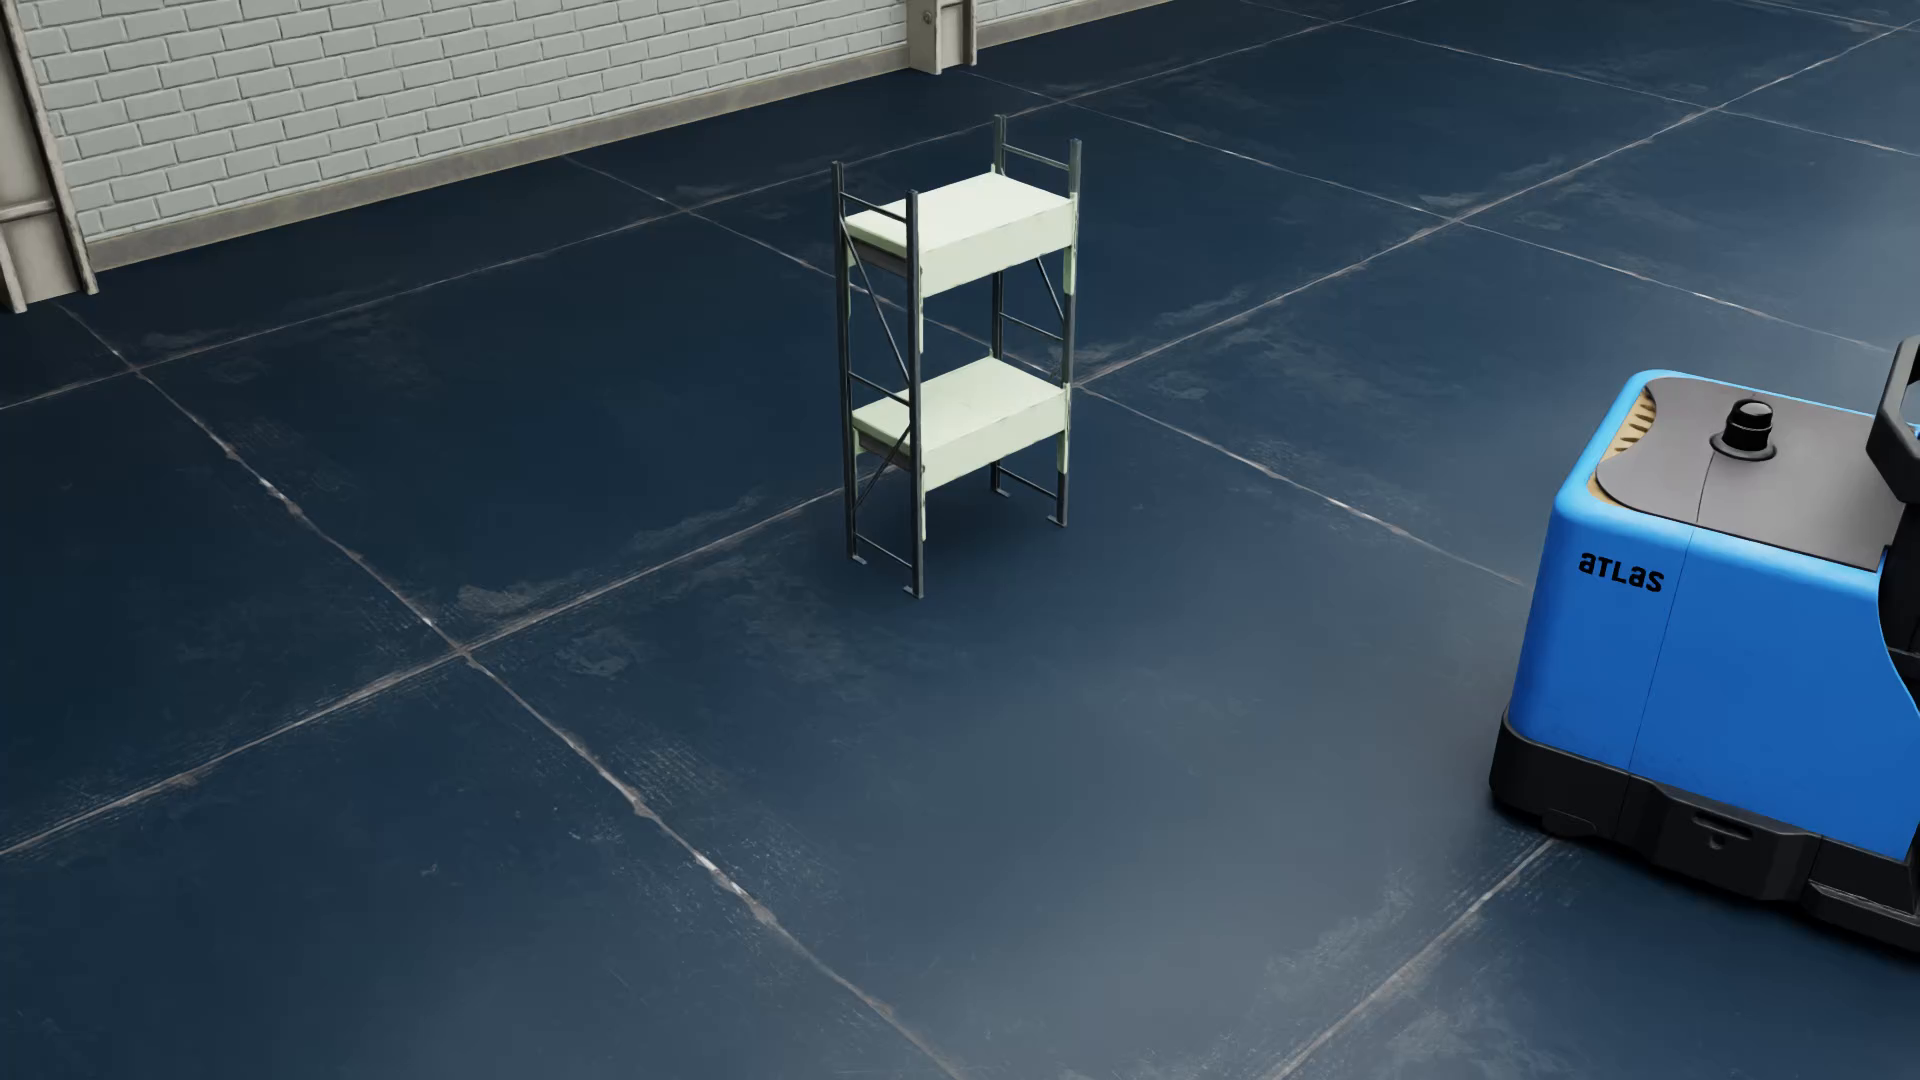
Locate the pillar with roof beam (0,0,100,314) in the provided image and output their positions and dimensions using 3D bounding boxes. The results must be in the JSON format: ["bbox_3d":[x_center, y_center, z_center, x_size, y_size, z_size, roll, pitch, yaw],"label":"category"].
[{"bbox_3d":[-1.599,-3.413,3.206,0.400,9.000,9.100,-26,40,-35],"label":"pillar with roof beam"}]

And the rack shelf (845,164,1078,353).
[{"bbox_3d":[-0.005,-0.970,5.651,0.720,0.370,0.431,-26,40,-35],"label":"rack shelf"}]

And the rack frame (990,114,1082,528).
[{"bbox_3d":[0.264,-0.767,6.067,0.023,1.500,0.400,-26,40,-35],"label":"rack frame"}]

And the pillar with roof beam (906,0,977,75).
[{"bbox_3d":[2.801,-5.541,6.686,0.400,9.000,9.100,-26,40,-35],"label":"pillar with roof beam"}]

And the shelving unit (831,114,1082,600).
[{"bbox_3d":[-0.005,-0.637,5.855,0.755,1.500,0.431,-26,40,-35],"label":"shelving unit"}]

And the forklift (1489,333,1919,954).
[{"bbox_3d":[3.091,-0.257,3.861,3.031,2.935,1.130,18,36,27],"label":"forklift"}]

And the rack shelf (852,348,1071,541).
[{"bbox_3d":[-0.005,-0.359,6.025,0.720,0.370,0.431,-26,40,-35],"label":"rack shelf"}]

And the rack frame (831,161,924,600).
[{"bbox_3d":[-0.273,-0.508,5.643,0.023,1.500,0.400,-26,40,-35],"label":"rack frame"}]
